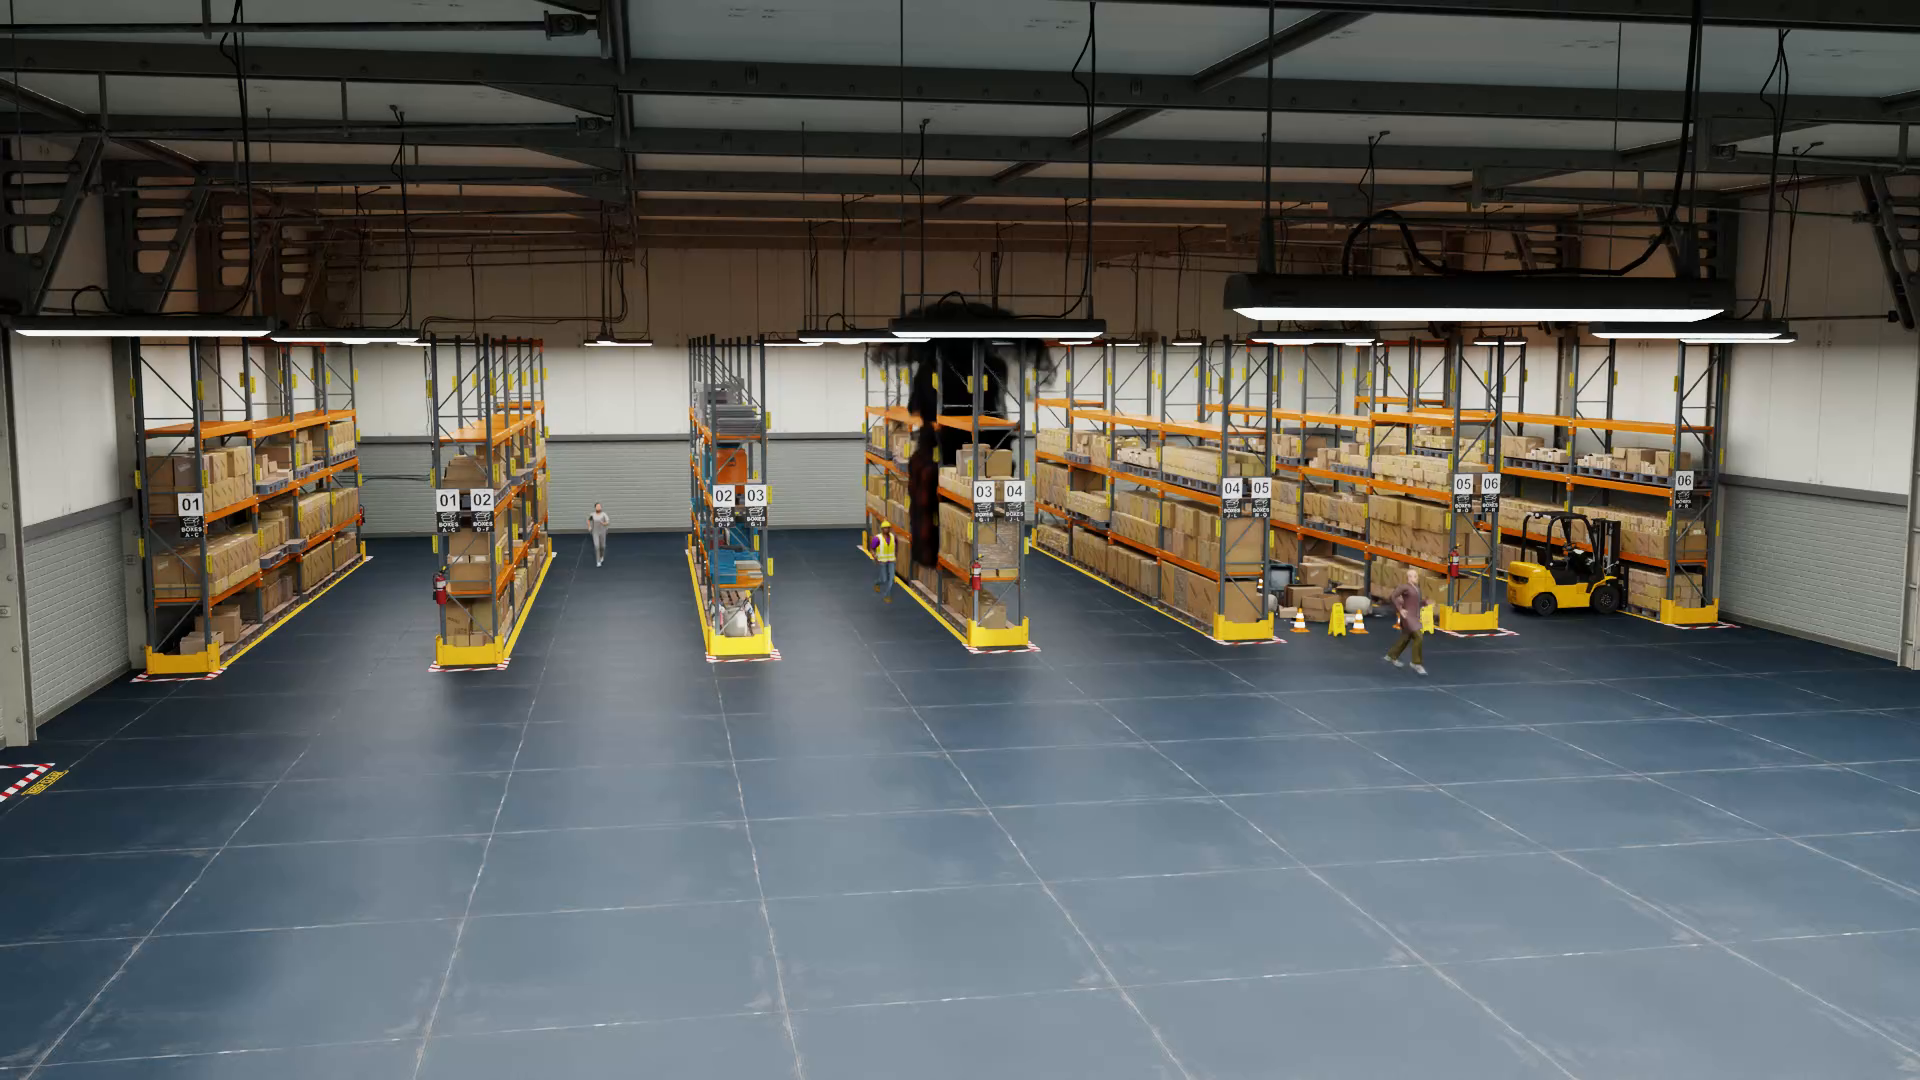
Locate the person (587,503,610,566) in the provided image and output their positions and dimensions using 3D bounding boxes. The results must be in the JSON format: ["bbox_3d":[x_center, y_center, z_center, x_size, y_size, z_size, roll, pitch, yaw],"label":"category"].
[{"bbox_3d":[-9.566,-0.170,44.036,0.569,1.648,0.969,-2,7,-16],"label":"person"}]

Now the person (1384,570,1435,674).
[{"bbox_3d":[8.001,1.452,29.650,0.881,1.850,0.688,4,8,34],"label":"person"}]

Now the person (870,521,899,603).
[{"bbox_3d":[-1.616,0.461,35.996,0.684,1.745,0.697,-3,7,-24],"label":"person"}]

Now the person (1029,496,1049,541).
[{"bbox_3d":[2.438,-0.870,49.866,0.959,1.793,0.711,-1,7,-6],"label":"person"}]
